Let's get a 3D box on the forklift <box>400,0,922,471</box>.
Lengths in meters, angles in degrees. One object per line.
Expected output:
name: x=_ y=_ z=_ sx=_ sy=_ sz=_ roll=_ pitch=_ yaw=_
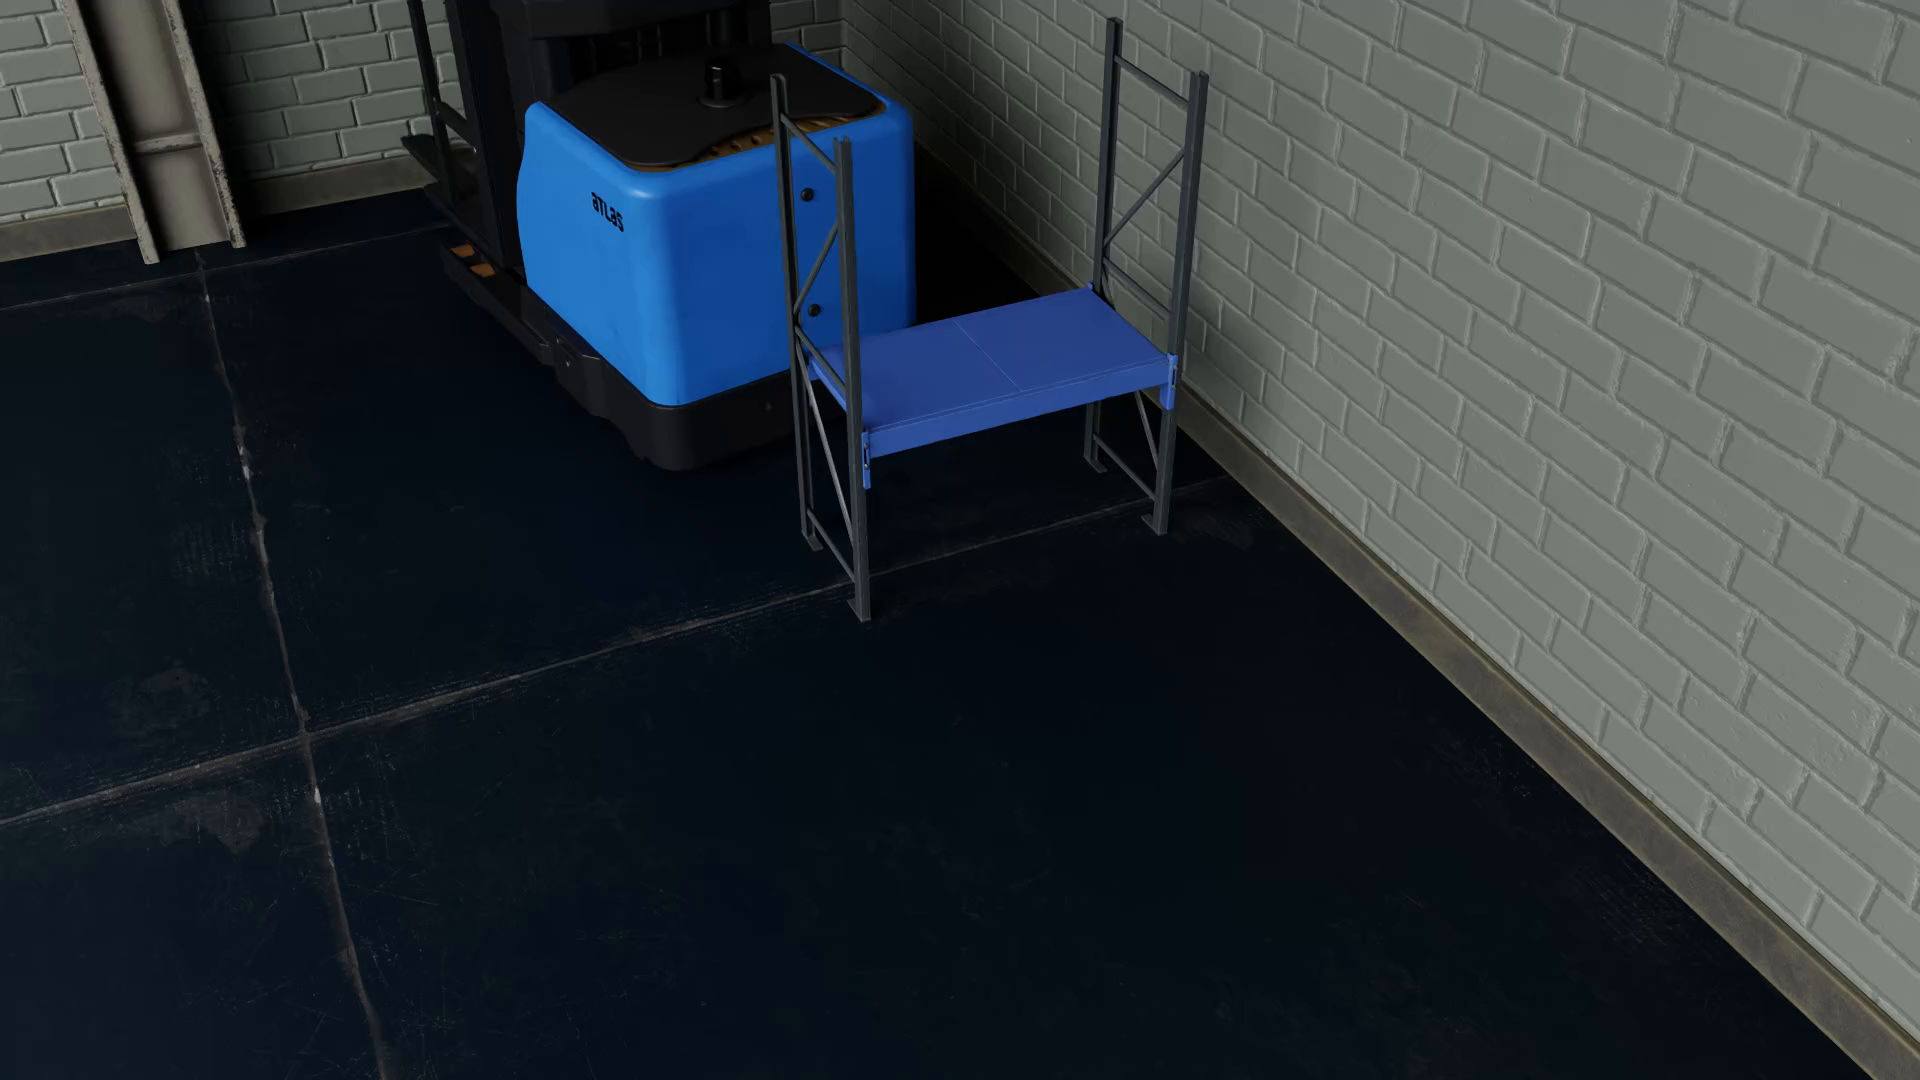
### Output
forklift: x=-1.394 y=-2.236 z=5.804 sx=1.130 sy=2.935 sz=3.031 roll=-23 pitch=42 yaw=-28

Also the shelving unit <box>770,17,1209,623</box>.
shelving unit: x=0.077 y=-0.624 z=4.832 sx=1.048 sy=1.500 sz=0.538 roll=-16 pitch=39 yaw=-20

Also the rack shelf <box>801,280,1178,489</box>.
rack shelf: x=0.077 y=-0.480 z=4.939 sx=1.000 sy=0.185 sz=0.538 roll=-16 pitch=39 yaw=-20

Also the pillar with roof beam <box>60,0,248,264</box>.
pillar with roof beam: x=-1.367 y=-2.545 z=1.128 sx=0.400 sy=9.000 sz=9.100 roll=-16 pitch=39 yaw=-20

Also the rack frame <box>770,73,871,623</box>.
rack frame: x=-0.383 y=-0.495 z=4.659 sx=0.032 sy=1.500 sz=0.500 roll=-16 pitch=39 yaw=-20

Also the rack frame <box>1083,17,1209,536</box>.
rack frame: x=0.537 y=-0.753 z=5.006 sx=0.032 sy=1.500 sz=0.500 roll=-16 pitch=39 yaw=-20
